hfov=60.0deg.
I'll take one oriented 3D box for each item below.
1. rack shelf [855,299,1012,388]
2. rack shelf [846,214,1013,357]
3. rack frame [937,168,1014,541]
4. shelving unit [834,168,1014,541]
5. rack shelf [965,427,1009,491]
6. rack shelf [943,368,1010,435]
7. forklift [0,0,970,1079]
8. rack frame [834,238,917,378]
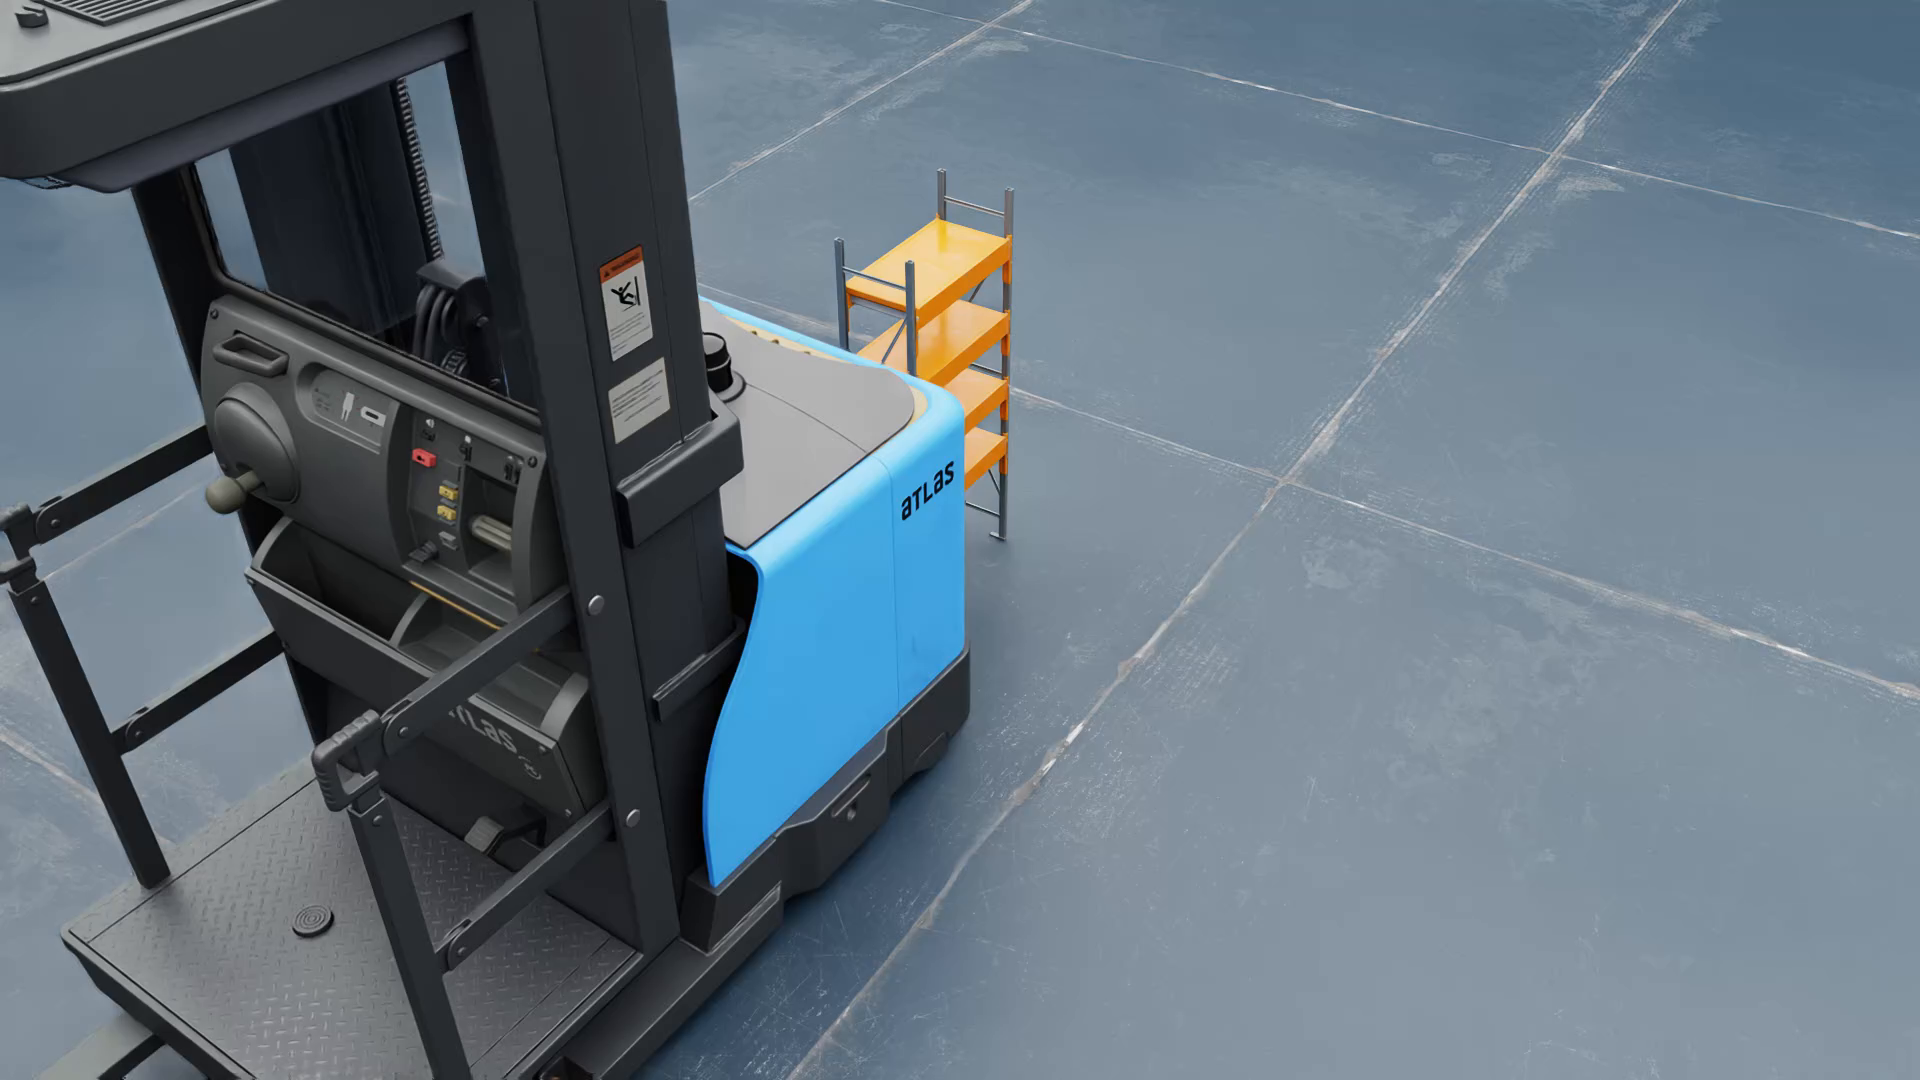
[{"bbox_3d":[-0.089,-0.514,4.677,0.258,0.148,0.480,21,42,25],"label":"rack shelf"},{"bbox_3d":[-0.089,-0.701,4.533,0.258,0.148,0.480,21,42,25],"label":"rack shelf"},{"bbox_3d":[0.042,-0.516,4.936,0.240,1.200,0.015,21,42,25],"label":"rack frame"},{"bbox_3d":[-0.089,-0.390,4.773,0.258,1.200,0.503,21,42,25],"label":"shelving unit"},{"bbox_3d":[-0.089,-0.179,4.935,0.258,0.148,0.480,21,42,25],"label":"rack shelf"},{"bbox_3d":[-0.089,-0.337,4.814,0.258,0.148,0.480,21,42,25],"label":"rack shelf"},{"bbox_3d":[-1.227,-0.085,2.960,1.130,2.935,3.031,23,43,27],"label":"forklift"},{"bbox_3d":[-0.219,-0.264,4.610,0.240,1.200,0.015,21,42,25],"label":"rack frame"}]
